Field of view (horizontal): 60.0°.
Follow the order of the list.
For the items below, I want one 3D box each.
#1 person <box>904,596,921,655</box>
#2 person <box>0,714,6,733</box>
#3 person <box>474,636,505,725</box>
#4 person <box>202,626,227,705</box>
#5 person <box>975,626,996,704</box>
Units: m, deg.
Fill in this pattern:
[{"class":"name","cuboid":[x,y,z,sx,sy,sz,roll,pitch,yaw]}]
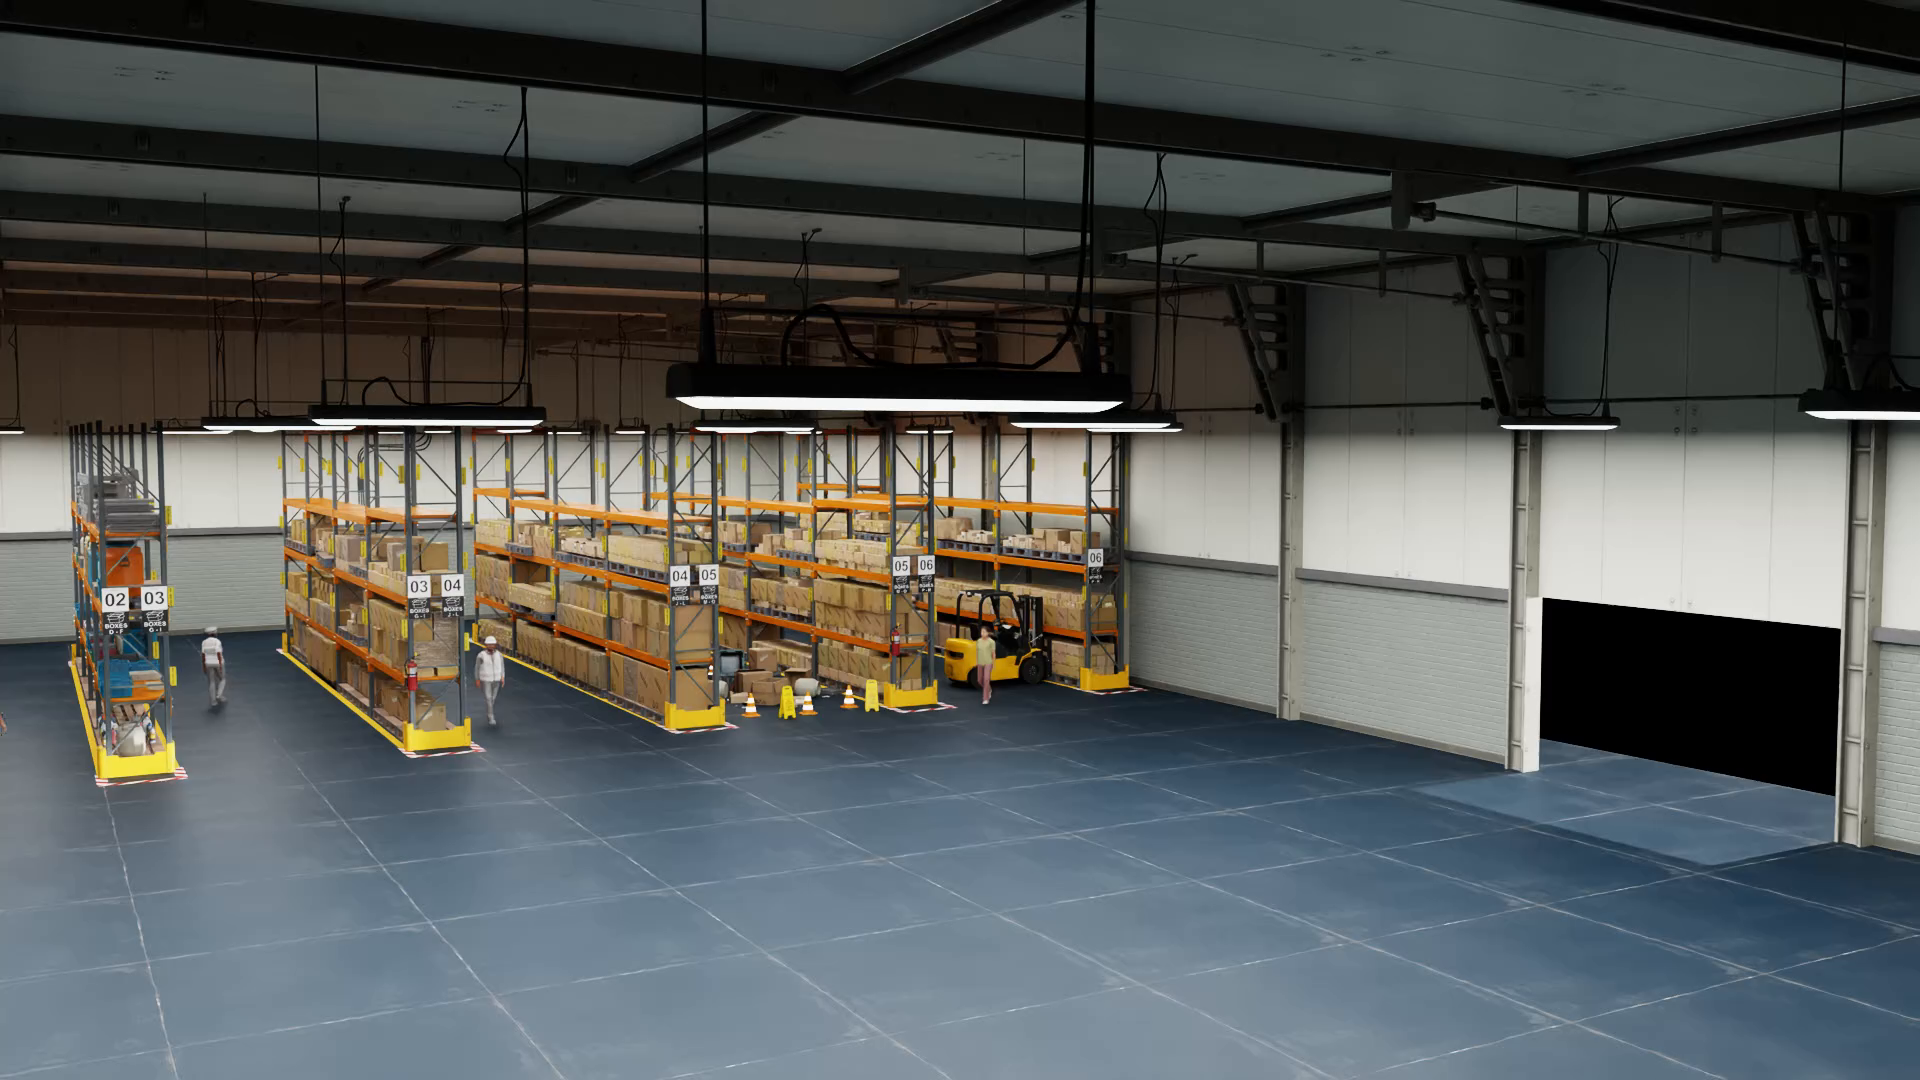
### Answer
[{"class":"person","cuboid":[-1.200,2.276,41.747,0.564,1.715,0.457,-2,4,-33]},{"class":"person","cuboid":[-16.392,3.134,27.925,0.935,1.762,0.616,2,4,28]},{"class":"person","cuboid":[-9.349,2.782,33.215,0.552,1.724,0.979,-3,5,-43]},{"class":"person","cuboid":[-15.922,2.684,35.511,0.493,1.670,0.462,-1,4,-15]},{"class":"person","cuboid":[0.570,2.672,35.849,0.443,1.657,0.770,2,4,30]}]
